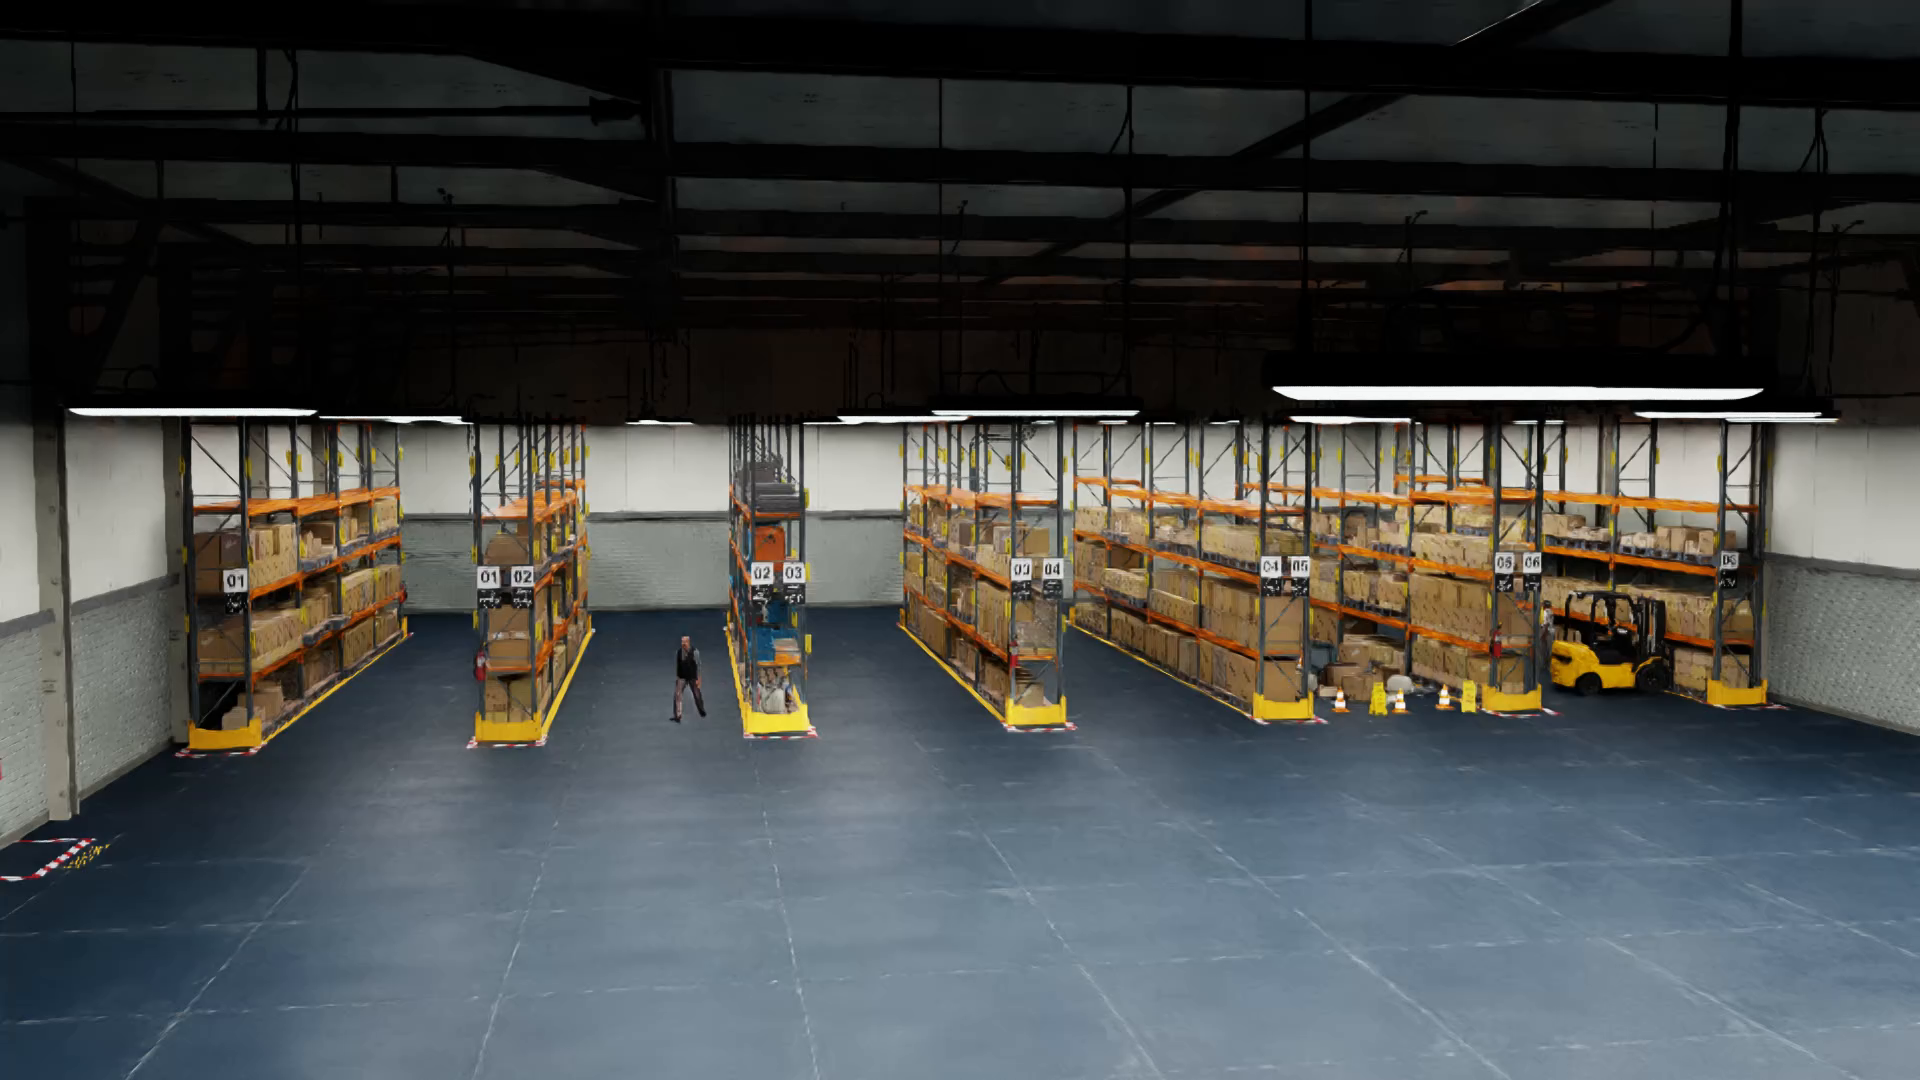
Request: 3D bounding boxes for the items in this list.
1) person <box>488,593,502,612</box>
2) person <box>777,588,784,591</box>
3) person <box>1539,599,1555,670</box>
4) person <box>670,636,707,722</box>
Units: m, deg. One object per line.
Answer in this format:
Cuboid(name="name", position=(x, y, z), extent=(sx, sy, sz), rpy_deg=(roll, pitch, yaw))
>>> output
Cuboid(name="person", position=(-12.326, 1.918, 44.265), extent=(0.479, 1.567, 1.090), rpy_deg=(0, 4, -6))
Cuboid(name="person", position=(-5.469, 1.470, 50.143), extent=(0.547, 1.640, 1.116), rpy_deg=(-1, 4, -11))
Cuboid(name="person", position=(13.800, 2.214, 39.172), extent=(0.561, 1.663, 0.588), rpy_deg=(1, 4, 16))
Cuboid(name="person", position=(-5.294, 2.688, 32.463), extent=(0.572, 1.672, 0.961), rpy_deg=(1, 4, 12))
